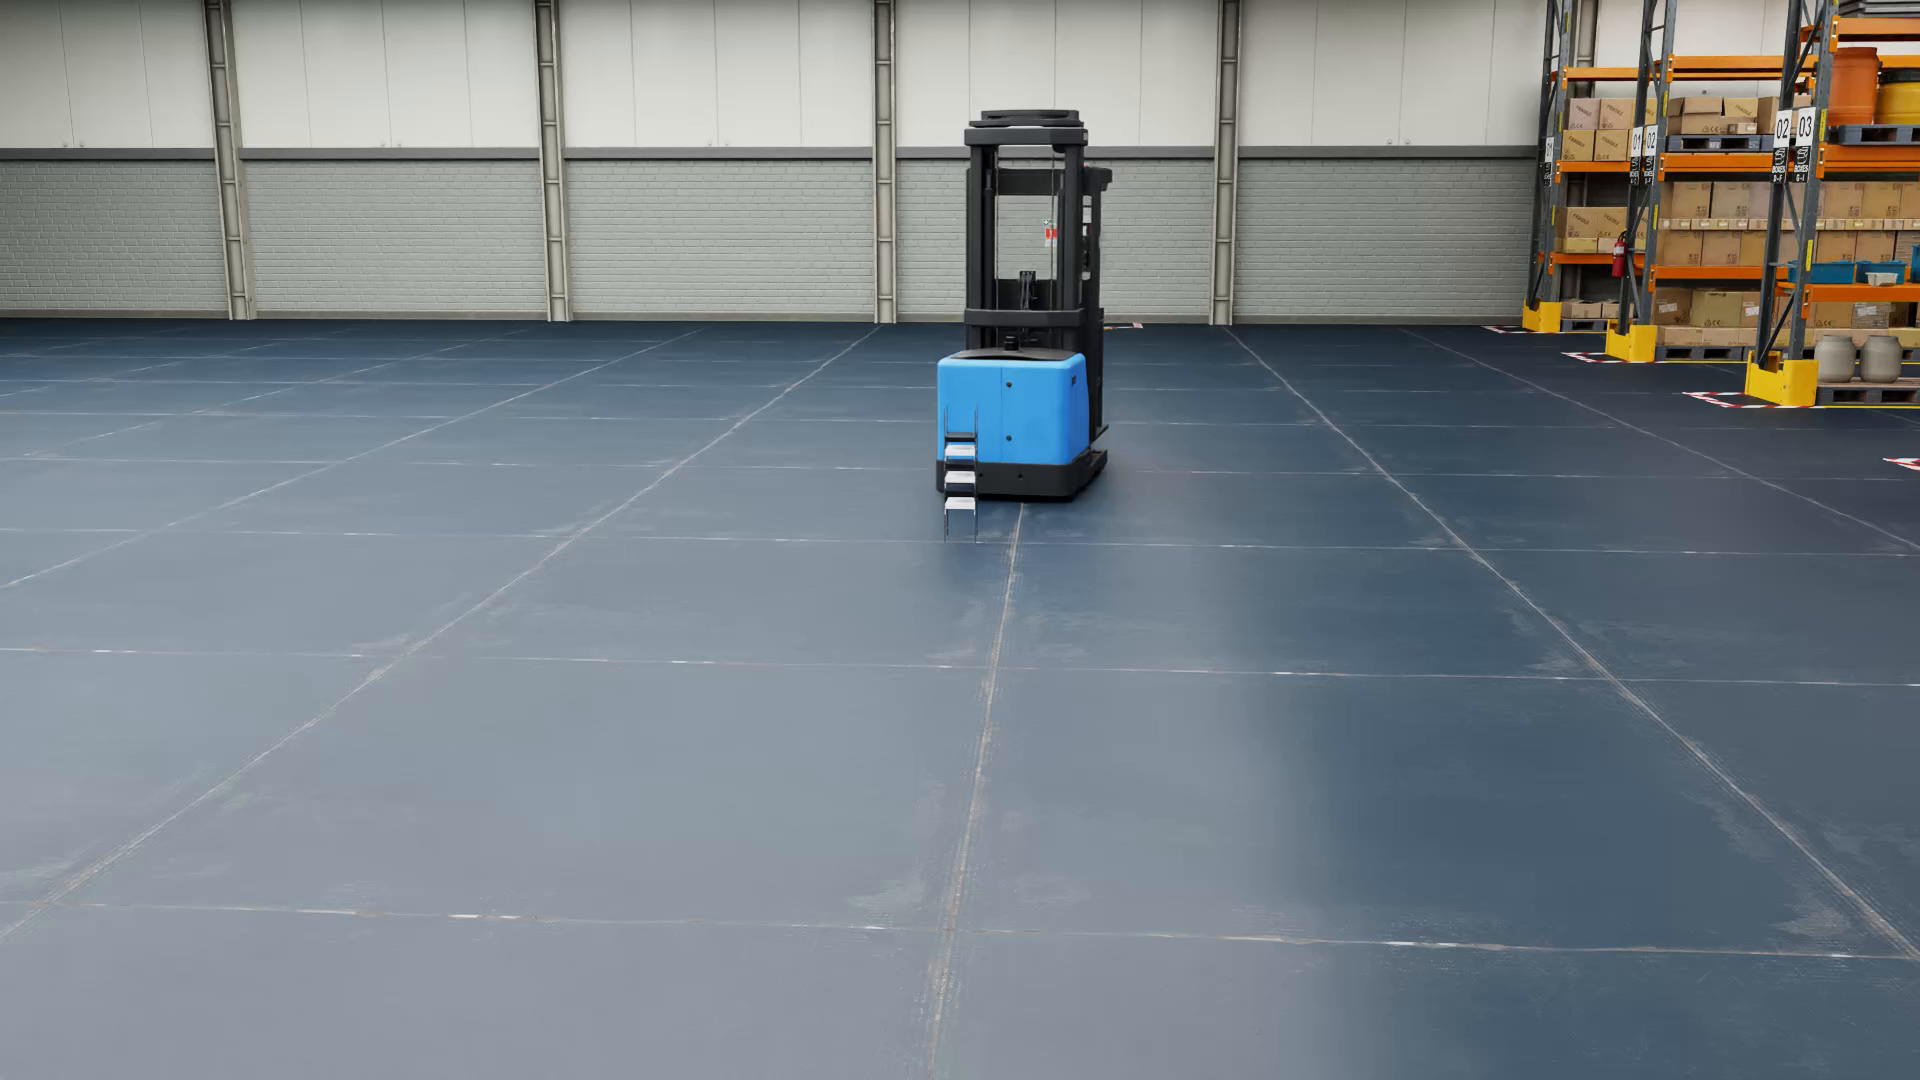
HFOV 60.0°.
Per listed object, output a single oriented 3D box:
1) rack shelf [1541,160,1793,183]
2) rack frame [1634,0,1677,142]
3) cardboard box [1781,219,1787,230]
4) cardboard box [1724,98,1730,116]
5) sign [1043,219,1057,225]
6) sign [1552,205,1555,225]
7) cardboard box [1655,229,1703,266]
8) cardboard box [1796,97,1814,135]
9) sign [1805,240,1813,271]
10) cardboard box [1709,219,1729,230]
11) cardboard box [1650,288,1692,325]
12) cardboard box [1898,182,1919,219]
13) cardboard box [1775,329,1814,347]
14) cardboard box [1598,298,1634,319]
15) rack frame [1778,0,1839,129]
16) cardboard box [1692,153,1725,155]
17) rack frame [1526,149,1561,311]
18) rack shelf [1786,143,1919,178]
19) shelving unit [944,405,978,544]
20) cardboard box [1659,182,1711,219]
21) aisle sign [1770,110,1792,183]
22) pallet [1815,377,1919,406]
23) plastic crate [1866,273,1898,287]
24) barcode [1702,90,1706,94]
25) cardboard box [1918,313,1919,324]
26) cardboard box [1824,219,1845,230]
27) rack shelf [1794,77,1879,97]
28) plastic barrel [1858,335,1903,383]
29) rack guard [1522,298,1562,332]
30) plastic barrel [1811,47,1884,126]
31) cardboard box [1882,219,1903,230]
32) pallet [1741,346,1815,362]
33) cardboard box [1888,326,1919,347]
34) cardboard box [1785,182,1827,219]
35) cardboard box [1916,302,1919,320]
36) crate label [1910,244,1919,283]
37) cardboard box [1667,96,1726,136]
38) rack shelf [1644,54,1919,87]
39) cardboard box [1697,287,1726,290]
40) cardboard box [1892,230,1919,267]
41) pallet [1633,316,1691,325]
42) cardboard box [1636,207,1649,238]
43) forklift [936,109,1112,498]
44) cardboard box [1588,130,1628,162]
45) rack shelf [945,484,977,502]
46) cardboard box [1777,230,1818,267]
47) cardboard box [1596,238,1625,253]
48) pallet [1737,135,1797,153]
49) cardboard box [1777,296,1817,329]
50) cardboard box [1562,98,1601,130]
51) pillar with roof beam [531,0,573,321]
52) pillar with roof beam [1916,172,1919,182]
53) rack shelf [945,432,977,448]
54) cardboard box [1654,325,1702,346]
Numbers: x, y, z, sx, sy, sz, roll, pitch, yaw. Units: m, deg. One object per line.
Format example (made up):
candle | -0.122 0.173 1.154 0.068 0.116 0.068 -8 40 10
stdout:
rack shelf | 11.877 -6.166 27.850 4.000 0.370 1.077 1 12 4
rack frame | 9.554 -7.002 22.762 0.127 3.000 1.000 1 12 4
cardboard box | 11.216 -4.365 22.981 0.250 0.149 0.380 1 12 3
cardboard box | 12.285 -7.001 27.348 0.500 0.500 0.500 0 12 2
sign | 1.647 -5.672 29.674 0.331 0.109 0.001 1 12 4
sign | 9.845 -5.390 27.596 0.005 0.325 0.100 1 12 4
cardboard box | 10.019 -4.105 23.323 0.500 0.500 0.700 1 12 4
cardboard box | 11.910 -5.852 22.970 0.637 0.503 0.797 2 12 10
sign | 9.178 -3.076 17.973 0.005 0.325 0.100 1 12 4
cardboard box | 10.444 -4.376 23.031 0.250 0.149 0.380 1 12 4
cardboard box | 10.109 -3.345 23.793 0.500 0.500 0.500 1 12 4
cardboard box | 13.102 -4.699 22.994 0.500 0.500 0.700 1 12 4
cardboard box | 11.571 -2.851 23.262 0.500 0.250 0.500 1 12 4
cardboard box | 11.135 -3.941 28.274 0.500 0.311 0.500 2 12 8
rack frame | 9.219 -5.990 17.924 0.127 3.000 1.000 1 12 4
cardboard box | 12.293 -6.515 27.469 0.500 0.500 0.500 0 12 2
rack frame | 9.881 -5.077 28.214 0.127 3.000 1.000 1 12 4
rack shelf | 11.215 -4.142 18.174 4.000 0.370 1.077 1 12 4
shelving unit | 0.008 -0.440 11.175 0.210 0.900 0.258 1 12 4
cardboard box | 10.072 -4.739 23.186 0.500 0.500 0.700 1 12 4
aisle sign | 9.167 -4.387 18.567 0.004 0.787 0.394 1 12 4
pallet | 10.109 -1.685 18.807 1.213 0.211 1.003 1 12 4
plastic crate | 10.091 -2.846 18.193 0.250 0.136 0.298 1 12 4
barcode | 12.514 -7.527 27.962 0.075 0.075 0.001 1 12 4
cardboard box | 13.968 -3.198 23.549 0.500 0.311 0.500 1 12 4
cardboard box | 11.993 -4.355 22.931 0.250 0.149 0.380 1 12 5
rack shelf | 15.868 -7.384 27.322 4.000 0.370 1.077 1 12 4
plastic barrel | 10.381 -2.041 18.749 0.421 0.512 0.421 0 12 0
rack guard | 9.957 -3.853 28.465 0.348 0.500 1.175 1 12 4
plastic barrel | 9.713 -4.957 18.237 0.708 0.830 0.600 1 12 4
cardboard box | 12.752 -4.344 22.879 0.250 0.149 0.380 0 12 2
pallet | 11.534 -2.681 23.570 1.213 0.211 1.003 1 12 4
cardboard box | 13.068 -2.832 23.170 0.500 0.250 0.500 1 12 4
cardboard box | 11.600 -4.720 23.093 0.500 0.500 0.700 1 12 4
cardboard box | 16.138 -3.991 28.050 0.500 0.500 0.700 1 12 3
crate label | 11.074 -3.101 18.679 0.616 0.435 0.502 1 12 4
cardboard box | 10.127 -5.849 22.959 0.637 0.503 0.797 2 12 8
rack shelf | 11.550 -6.426 22.745 4.000 0.370 1.077 1 12 4
cardboard box | 12.834 -4.020 28.192 0.500 0.500 0.500 0 12 -1
cardboard box | 13.102 -4.064 23.127 0.500 0.500 0.700 0 12 2
pallet | 11.980 -3.676 28.325 1.213 0.211 1.003 1 12 4
cardboard box | 11.345 -5.296 27.744 0.500 0.500 0.500 0 12 2
forklift | 0.642 -2.013 13.733 1.130 2.935 3.031 3 12 13
cardboard box | 10.732 -6.534 27.559 0.500 0.500 0.500 2 12 8
rack shelf | 0.008 -0.320 11.201 0.200 0.077 0.258 1 12 4
cardboard box | 11.564 -4.085 23.224 0.500 0.500 0.700 1 12 5
cardboard box | 10.866 -4.938 27.865 0.500 0.250 0.500 0 12 2
pallet | 11.478 -5.459 22.929 1.213 0.211 1.003 1 12 4
cardboard box | 11.571 -3.218 23.185 0.500 0.500 0.500 1 12 4
cardboard box | 10.250 -7.039 27.530 0.500 0.500 0.500 0 12 0
pillar with roof beam | -7.610 -7.548 25.372 0.400 9.000 9.100 1 12 4
pillar with roof beam | 16.337 -7.219 23.802 0.400 9.000 9.100 1 12 4
rack shelf | 0.008 -0.672 11.127 0.200 0.077 0.258 1 12 4
cardboard box | 10.074 -2.872 23.362 0.500 0.250 0.500 1 12 4
